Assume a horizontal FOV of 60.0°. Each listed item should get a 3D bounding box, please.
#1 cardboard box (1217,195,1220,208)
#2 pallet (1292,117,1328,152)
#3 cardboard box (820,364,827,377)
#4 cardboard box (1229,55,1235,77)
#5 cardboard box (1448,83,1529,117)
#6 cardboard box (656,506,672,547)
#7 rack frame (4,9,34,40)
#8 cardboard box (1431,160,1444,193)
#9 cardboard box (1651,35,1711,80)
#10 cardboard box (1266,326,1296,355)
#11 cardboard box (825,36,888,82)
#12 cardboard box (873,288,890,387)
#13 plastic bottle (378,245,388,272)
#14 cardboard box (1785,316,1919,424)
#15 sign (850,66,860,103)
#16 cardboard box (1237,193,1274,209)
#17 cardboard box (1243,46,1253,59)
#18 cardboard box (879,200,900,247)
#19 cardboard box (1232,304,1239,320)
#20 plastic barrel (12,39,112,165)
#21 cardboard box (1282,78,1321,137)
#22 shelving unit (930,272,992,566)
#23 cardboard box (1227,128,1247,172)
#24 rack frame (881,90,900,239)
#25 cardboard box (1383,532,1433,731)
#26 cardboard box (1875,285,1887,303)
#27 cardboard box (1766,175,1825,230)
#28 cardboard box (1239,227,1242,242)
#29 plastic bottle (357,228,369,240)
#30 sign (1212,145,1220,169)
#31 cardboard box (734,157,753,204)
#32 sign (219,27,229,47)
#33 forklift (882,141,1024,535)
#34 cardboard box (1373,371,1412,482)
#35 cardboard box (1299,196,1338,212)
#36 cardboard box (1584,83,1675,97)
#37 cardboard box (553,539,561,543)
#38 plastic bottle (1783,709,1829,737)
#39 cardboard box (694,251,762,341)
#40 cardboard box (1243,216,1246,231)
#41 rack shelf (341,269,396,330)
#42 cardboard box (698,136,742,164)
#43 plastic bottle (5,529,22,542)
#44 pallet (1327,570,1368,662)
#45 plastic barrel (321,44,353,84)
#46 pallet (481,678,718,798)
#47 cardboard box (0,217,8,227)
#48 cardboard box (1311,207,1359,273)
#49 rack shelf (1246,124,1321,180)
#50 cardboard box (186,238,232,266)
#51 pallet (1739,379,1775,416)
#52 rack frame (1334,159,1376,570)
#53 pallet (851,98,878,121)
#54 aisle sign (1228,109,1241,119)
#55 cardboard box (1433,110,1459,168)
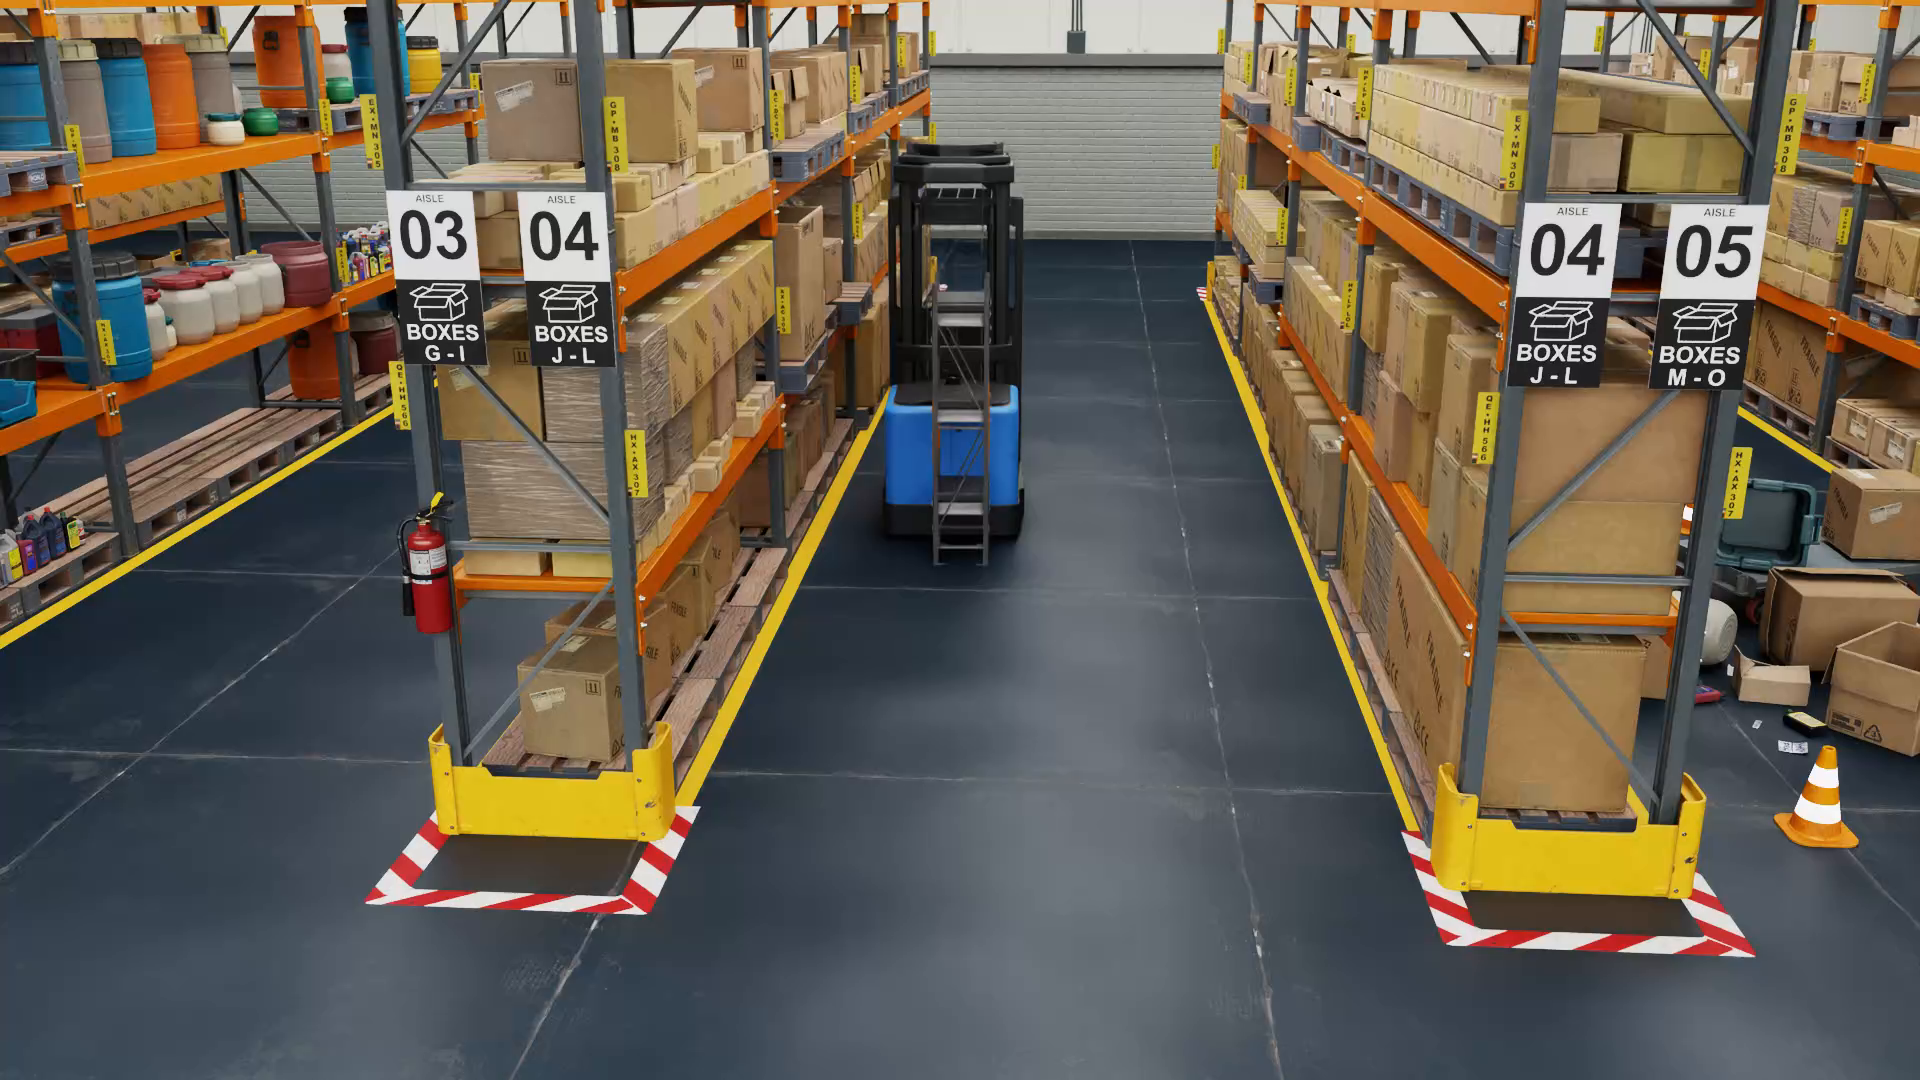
[{"bbox_3d":[3.673,-4.573,22.465,0.380,0.149,0.250,1,18,3],"label":"cardboard box"},{"bbox_3d":[3.457,-3.436,14.077,1.213,0.211,1.003,2,18,6],"label":"pallet"},{"bbox_3d":[-1.508,-1.612,15.129,0.500,0.250,0.500,2,18,6],"label":"cardboard box"},{"bbox_3d":[3.648,-5.928,20.818,0.500,0.250,0.500,1,18,5],"label":"cardboard box"},{"bbox_3d":[2.636,-2.176,8.216,0.380,0.149,0.250,1,18,4],"label":"cardboard box"},{"bbox_3d":[-1.736,-0.077,8.744,0.380,0.149,0.250,1,18,4],"label":"cardboard box"},{"bbox_3d":[-11.084,-6.759,19.097,1.000,3.000,0.127,1,18,4],"label":"rack frame"},{"bbox_3d":[2.654,-1.875,8.579,0.380,0.149,0.250,1,18,4],"label":"cardboard box"},{"bbox_3d":[8.674,-5.804,20.005,0.500,0.500,0.500,2,18,5],"label":"cardboard box"},{"bbox_3d":[3.237,-1.887,16.001,0.500,0.250,0.500,1,18,3],"label":"cardboard box"},{"bbox_3d":[-1.207,-5.650,19.535,0.700,0.500,0.500,0,18,1],"label":"cardboard box"},{"bbox_3d":[-1.348,-2.124,17.324,1.225,0.875,0.875,1,18,4],"label":"cardboard box"},{"bbox_3d":[-5.982,-2.912,17.199,0.097,0.271,0.097,0,18,0],"label":"plastic bottle"},{"bbox_3d":[8.527,-1.624,15.801,0.875,0.875,0.875,1,18,3],"label":"cardboard box"},{"bbox_3d":[-0.949,-4.101,14.975,0.100,0.325,0.005,1,18,4],"label":"sign"},{"bbox_3d":[3.236,-3.707,18.194,0.380,0.149,0.250,2,18,5],"label":"cardboard box"},{"bbox_3d":[3.553,-5.752,19.640,0.380,0.149,0.250,1,18,2],"label":"cardboard box"},{"bbox_3d":[-0.965,-3.582,18.876,0.500,0.500,0.500,1,18,4],"label":"cardboard box"},{"bbox_3d":[3.449,-2.719,19.829,0.380,0.149,0.250,0,18,1],"label":"cardboard box"},{"bbox_3d":[-6.850,-3.341,12.679,0.600,0.901,0.600,0,18,0],"label":"plastic barrel"},{"bbox_3d":[3.237,-3.957,15.204,0.500,0.500,0.500,1,18,4],"label":"cardboard box"},{"bbox_3d":[0.011,-0.883,12.247,0.431,2.100,0.503,0,18,1],"label":"shelving unit"},{"bbox_3d":[3.604,-4.840,20.632,0.500,0.500,0.500,1,18,2],"label":"cardboard box"},{"bbox_3d":[-1.203,-3.685,19.353,1.000,3.000,0.127,1,18,4],"label":"rack frame"},{"bbox_3d":[2.920,0.508,9.292,0.875,0.875,0.875,1,18,3],"label":"cardboard box"},{"bbox_3d":[8.132,-2.118,14.299,0.380,0.149,0.250,0,18,1],"label":"cardboard box"},{"bbox_3d":[8.285,-3.382,16.660,0.500,0.500,0.500,1,18,3],"label":"cardboard box"},{"bbox_3d":[3.195,-3.270,17.813,0.380,0.149,0.250,1,18,4],"label":"cardboard box"},{"bbox_3d":[-6.623,-3.314,18.420,0.152,0.276,0.135,1,18,4],"label":"plastic bottle"},{"bbox_3d":[3.482,-5.209,22.613,0.100,0.325,0.005,1,18,4],"label":"sign"},{"bbox_3d":[-1.597,-2.246,10.383,0.500,0.250,0.500,2,18,5],"label":"cardboard box"},{"bbox_3d":[-10.245,-6.978,23.161,0.100,0.325,0.005,1,18,4],"label":"sign"},{"bbox_3d":[-0.028,-1.833,13.811,1.130,2.935,3.031,0,18,1],"label":"forklift"},{"bbox_3d":[2.976,-0.679,9.936,0.875,0.550,0.550,1,18,4],"label":"cardboard box"},{"bbox_3d":[3.864,-3.614,17.907,0.380,0.149,0.250,1,18,2],"label":"cardboard box"},{"bbox_3d":[3.291,-2.161,8.171,0.380,0.149,0.250,1,18,3],"label":"cardboard box"},{"bbox_3d":[-2.231,-0.010,8.539,0.380,0.149,0.250,1,18,4],"label":"cardboard box"},{"bbox_3d":[4.865,1.052,9.615,0.133,0.061,0.283,-5,19,-15],"label":"plastic bottle"},{"bbox_3d":[-1.569,-1.564,10.634,0.500,0.500,0.500,1,18,4],"label":"cardboard box"},{"bbox_3d":[3.180,-3.328,17.512,0.380,0.149,0.250,2,18,6],"label":"cardboard box"},{"bbox_3d":[-6.287,-2.833,17.907,1.077,0.370,4.000,1,18,4],"label":"rack shelf"},{"bbox_3d":[-1.548,-2.390,10.183,0.380,0.149,0.250,1,18,2],"label":"cardboard box"},{"bbox_3d":[-6.639,0.044,11.638,0.152,0.276,0.135,1,18,4],"label":"plastic bottle"},{"bbox_3d":[3.030,0.501,11.056,1.003,0.211,1.213,1,18,4],"label":"pallet"},{"bbox_3d":[-6.454,-4.797,17.036,0.433,0.535,0.433,0,18,0],"label":"plastic barrel"},{"bbox_3d":[-1.965,1.091,9.253,1.003,0.211,1.213,1,18,4],"label":"pallet"},{"bbox_3d":[-11.327,-3.798,18.861,0.700,0.500,0.500,4,19,13],"label":"cardboard box"},{"bbox_3d":[3.373,-2.527,14.053,0.700,0.500,0.500,1,18,3],"label":"cardboard box"},{"bbox_3d":[3.593,-4.006,16.669,1.077,0.370,4.000,1,18,4],"label":"rack shelf"},{"bbox_3d":[-10.591,-3.997,23.612,0.500,0.500,0.500,1,18,4],"label":"cardboard box"},{"bbox_3d":[8.616,-1.518,17.216,1.003,0.211,1.213,1,18,4],"label":"pallet"},{"bbox_3d":[3.163,-1.059,11.337,1.000,3.000,0.127,1,18,4],"label":"rack frame"},{"bbox_3d":[-1.420,-4.327,16.798,1.003,0.211,1.213,2,18,6],"label":"pallet"},{"bbox_3d":[3.729,-6.050,22.396,0.394,0.787,0.004,1,18,4],"label":"aisle sign"},{"bbox_3d":[2.706,-2.028,8.407,0.500,0.250,0.500,1,18,4],"label":"cardboard box"}]
